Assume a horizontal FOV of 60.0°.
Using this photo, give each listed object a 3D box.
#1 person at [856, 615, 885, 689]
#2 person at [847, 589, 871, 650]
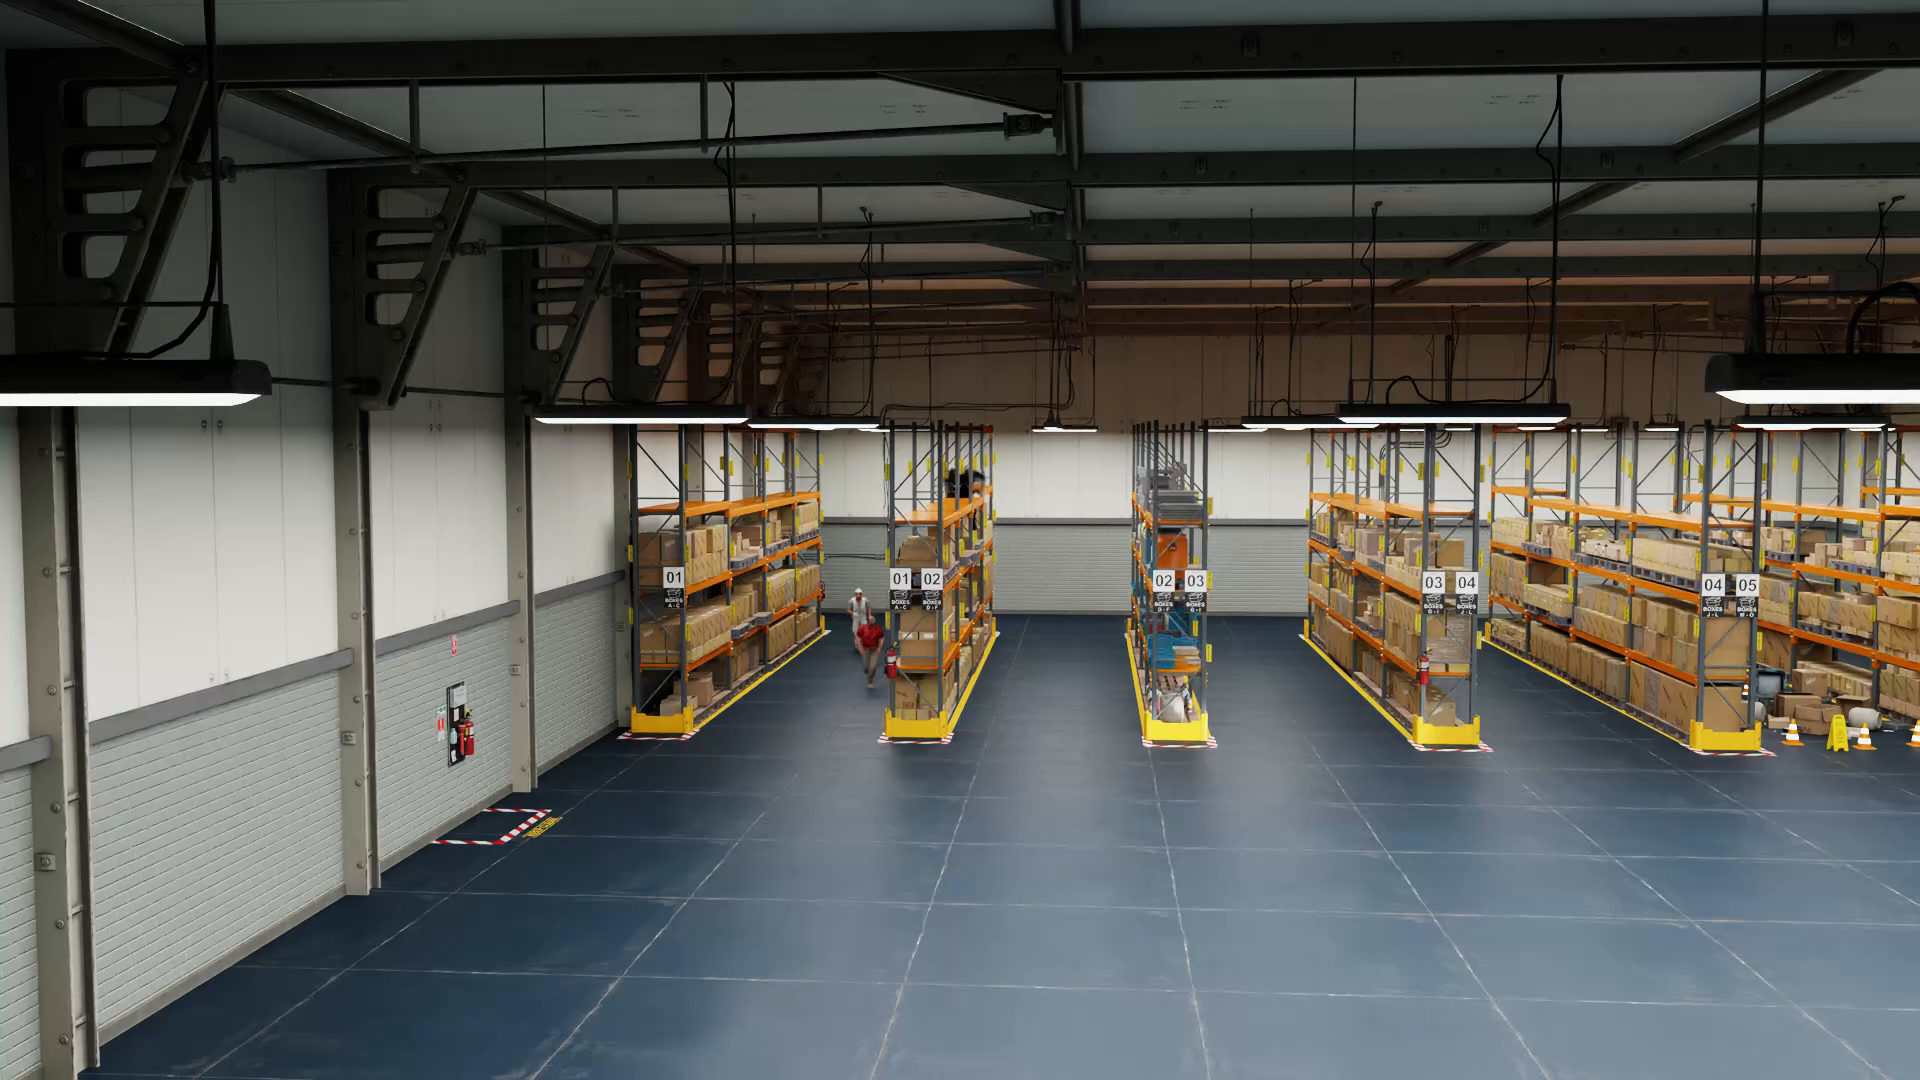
[{"bbox_3d":[-2.033,2.516,37.663,0.661,1.670,0.572,0,4,-5],"label":"person"},{"bbox_3d":[-2.651,2.106,44.030,0.681,1.676,0.769,-1,4,-10],"label":"person"}]
